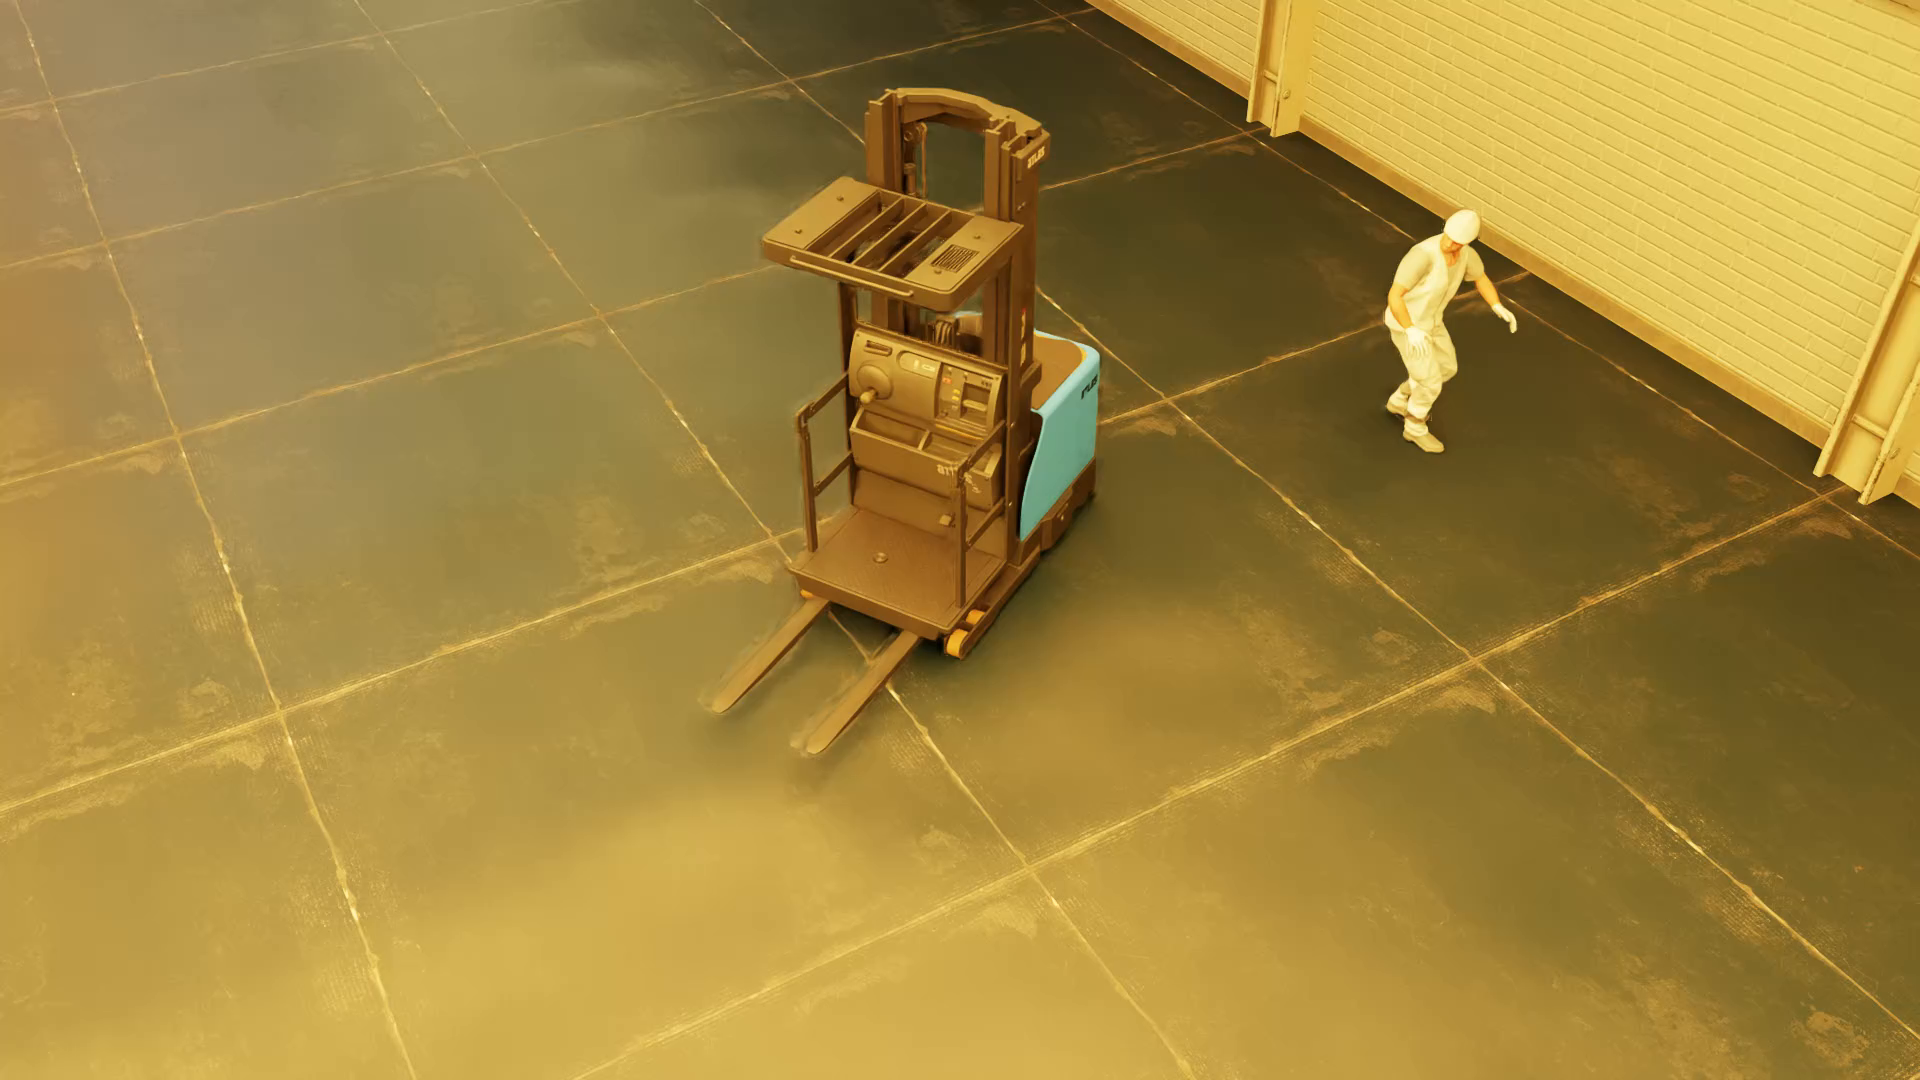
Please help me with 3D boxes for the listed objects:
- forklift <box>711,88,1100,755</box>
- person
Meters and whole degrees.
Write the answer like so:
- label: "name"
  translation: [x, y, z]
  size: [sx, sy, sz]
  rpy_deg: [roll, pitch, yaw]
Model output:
- label: "forklift"
  translation: [-0.299, -0.788, 8.987]
  size: [1.130, 2.935, 3.031]
  rpy_deg: [20, 44, 22]
- label: "person"
  translation: [3.081, -1.318, 10.600]
  size: [0.726, 1.686, 0.821]
  rpy_deg: [32, 49, 32]
